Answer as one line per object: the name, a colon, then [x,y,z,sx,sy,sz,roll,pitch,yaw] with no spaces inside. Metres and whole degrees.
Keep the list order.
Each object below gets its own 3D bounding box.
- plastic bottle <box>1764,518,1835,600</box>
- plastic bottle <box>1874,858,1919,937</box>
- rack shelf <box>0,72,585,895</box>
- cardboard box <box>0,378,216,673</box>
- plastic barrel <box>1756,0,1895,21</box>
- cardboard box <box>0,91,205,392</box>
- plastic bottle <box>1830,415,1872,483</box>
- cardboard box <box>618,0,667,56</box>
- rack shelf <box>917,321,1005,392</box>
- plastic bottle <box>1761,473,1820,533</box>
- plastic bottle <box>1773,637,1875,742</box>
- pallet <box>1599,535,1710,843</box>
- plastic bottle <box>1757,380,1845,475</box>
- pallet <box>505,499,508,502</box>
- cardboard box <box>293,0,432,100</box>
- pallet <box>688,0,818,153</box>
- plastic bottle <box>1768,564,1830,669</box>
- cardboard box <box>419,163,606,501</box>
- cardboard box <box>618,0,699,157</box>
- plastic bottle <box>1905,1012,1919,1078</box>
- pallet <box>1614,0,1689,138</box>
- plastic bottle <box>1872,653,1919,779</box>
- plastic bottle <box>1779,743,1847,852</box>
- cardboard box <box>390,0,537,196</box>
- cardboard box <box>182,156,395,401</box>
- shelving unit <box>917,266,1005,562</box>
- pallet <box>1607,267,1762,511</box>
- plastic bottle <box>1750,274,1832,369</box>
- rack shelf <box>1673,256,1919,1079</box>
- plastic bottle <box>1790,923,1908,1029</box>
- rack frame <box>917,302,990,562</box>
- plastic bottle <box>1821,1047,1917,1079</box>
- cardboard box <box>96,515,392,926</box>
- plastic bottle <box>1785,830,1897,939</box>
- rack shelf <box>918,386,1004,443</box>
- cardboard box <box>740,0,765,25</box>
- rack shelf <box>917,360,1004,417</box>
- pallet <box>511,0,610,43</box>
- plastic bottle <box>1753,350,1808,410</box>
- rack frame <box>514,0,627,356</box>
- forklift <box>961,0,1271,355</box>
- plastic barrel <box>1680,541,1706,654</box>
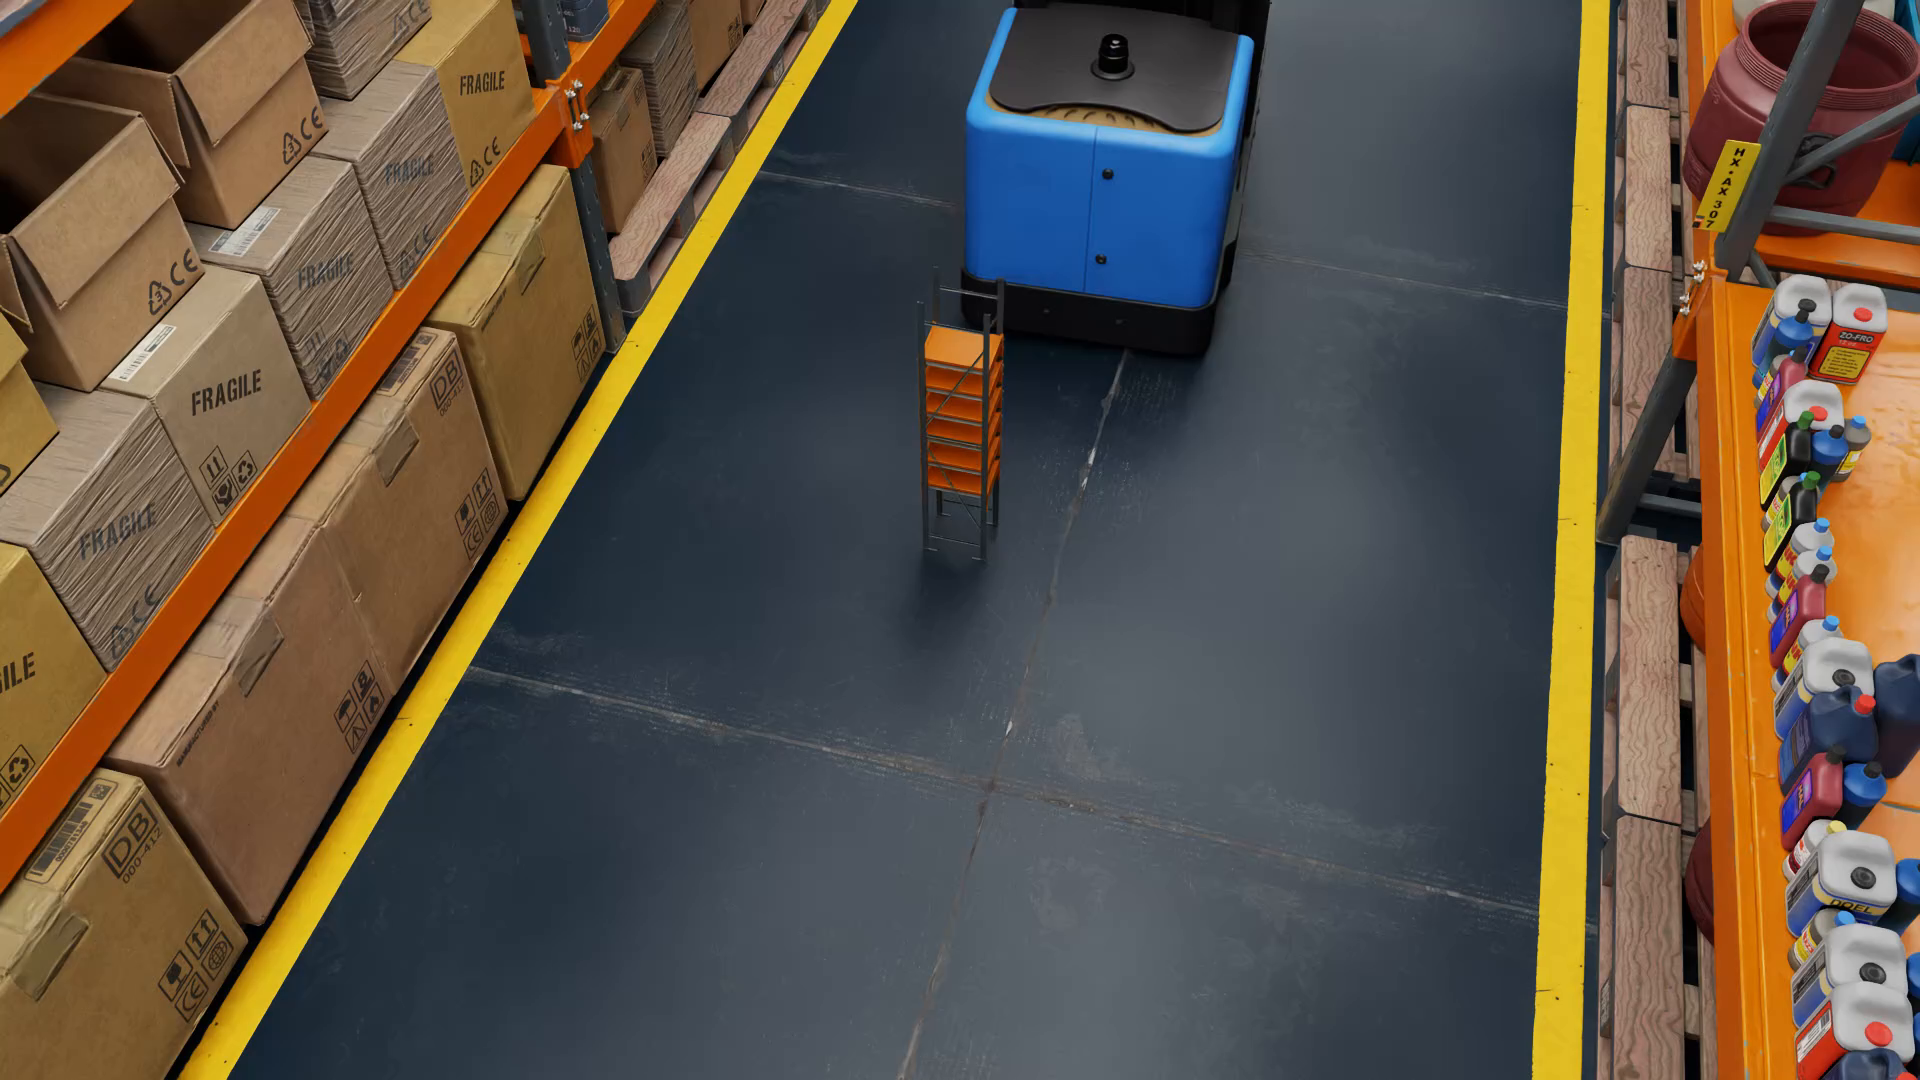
plastic bottle: [2.178,0.045,4.296,0.097,0.271,0.097,0,49,0]
plastic bottle: [2.068,0.780,3.647,0.097,0.271,0.097,0,49,0]
rack shelf: [-2.426,-0.217,4.920,1.077,0.370,4.000,12,50,10]
cardboard box: [-2.327,-0.050,4.227,0.500,0.500,0.500,11,49,9]
plastic barrel: [2.943,-1.747,5.717,0.421,0.512,0.421,0,49,0]
cardboard box: [-2.452,-0.783,4.205,0.797,0.503,0.637,13,50,11]
plastic bottle: [2.456,-0.263,4.614,0.097,0.201,0.097,0,49,0]
cardboard box: [-1.622,-2.344,7.192,0.500,0.250,0.500,17,51,14]
rack shelf: [0.004,-0.616,5.573,0.258,0.103,0.180,12,50,10]
plastic bottle: [2.239,-0.099,4.469,0.097,0.201,0.097,0,49,0]
plastic bottle: [2.088,0.370,4.006,0.152,0.276,0.135,12,50,10]
pallet: [2.711,0.577,5.600,1.003,0.211,1.213,12,50,10]
plastic bottle: [2.331,-0.299,4.596,0.152,0.276,0.135,12,50,10]
pallet: [-2.180,-0.423,6.483,1.003,0.211,1.213,12,50,10]
cardboard box: [-2.108,-1.741,5.050,0.797,0.503,0.637,13,50,11]
pallet: [-1.370,-2.423,8.248,1.003,0.211,1.213,12,50,10]
plastic bottle: [2.105,0.191,4.159,0.061,0.283,0.133,12,50,10]
cardboard box: [-2.101,-0.842,6.130,1.225,0.875,0.875,9,49,8]
cardboard box: [-1.609,-2.112,7.487,0.700,0.500,0.500,8,49,7]
plastic bottle: [1.972,1.045,3.413,0.097,0.271,0.097,0,49,0]
pallet: [3.762,-2.319,8.156,1.003,0.211,1.213,12,50,10]
plastic bottle: [2.224,0.392,3.936,0.144,0.351,0.185,12,50,10]
plastic bottle: [1.960,0.589,3.808,0.061,0.283,0.133,12,50,10]
cardboard box: [-1.790,-1.528,5.532,0.500,0.500,0.500,13,50,11]
cardboard box: [-2.061,-0.793,4.882,0.500,0.500,0.500,10,49,9]
shelving unit: [0.004,-0.407,5.809,0.258,1.200,0.189,12,50,10]
pallet: [3.120,-0.554,6.598,1.003,0.211,1.213,12,50,10]
plastic bottle: [2.453,-0.634,4.891,0.152,0.276,0.135,12,50,10]
rack shelf: [2.352,0.761,4.058,1.077,0.370,4.000,12,50,10]
plastic bottle: [1.882,0.935,3.507,0.152,0.276,0.135,12,50,10]
rack frame: [-0.020,-0.341,5.751,0.240,1.200,0.006,12,50,10]
plastic bottle: [1.801,1.123,3.291,0.144,0.351,0.185,12,50,10]
cardboard box: [-2.569,0.443,4.996,1.225,0.875,0.875,10,49,9]
plastic bottle: [1.943,0.768,3.655,0.152,0.276,0.135,12,50,10]
rack shelf: [0.004,-0.458,5.753,0.258,0.103,0.180,12,50,10]
cardboard box: [-1.320,-2.927,8.206,0.700,0.500,0.500,8,49,7]
rack shelf: [0.004,-0.537,5.663,0.258,0.103,0.180,12,50,10]
pallet: [-1.815,-2.374,6.473,1.213,0.211,1.003,12,50,10]
plastic bottle: [2.370,-0.460,4.788,0.097,0.201,0.097,0,49,0]
rack frame: [-1.900,-1.901,5.927,1.000,3.000,0.127,12,50,10]
forklift: [0.825,-2.859,6.819,1.130,2.935,3.031,9,49,8]
plastic barrel: [2.766,0.013,5.406,0.600,0.830,0.708,12,50,10]
